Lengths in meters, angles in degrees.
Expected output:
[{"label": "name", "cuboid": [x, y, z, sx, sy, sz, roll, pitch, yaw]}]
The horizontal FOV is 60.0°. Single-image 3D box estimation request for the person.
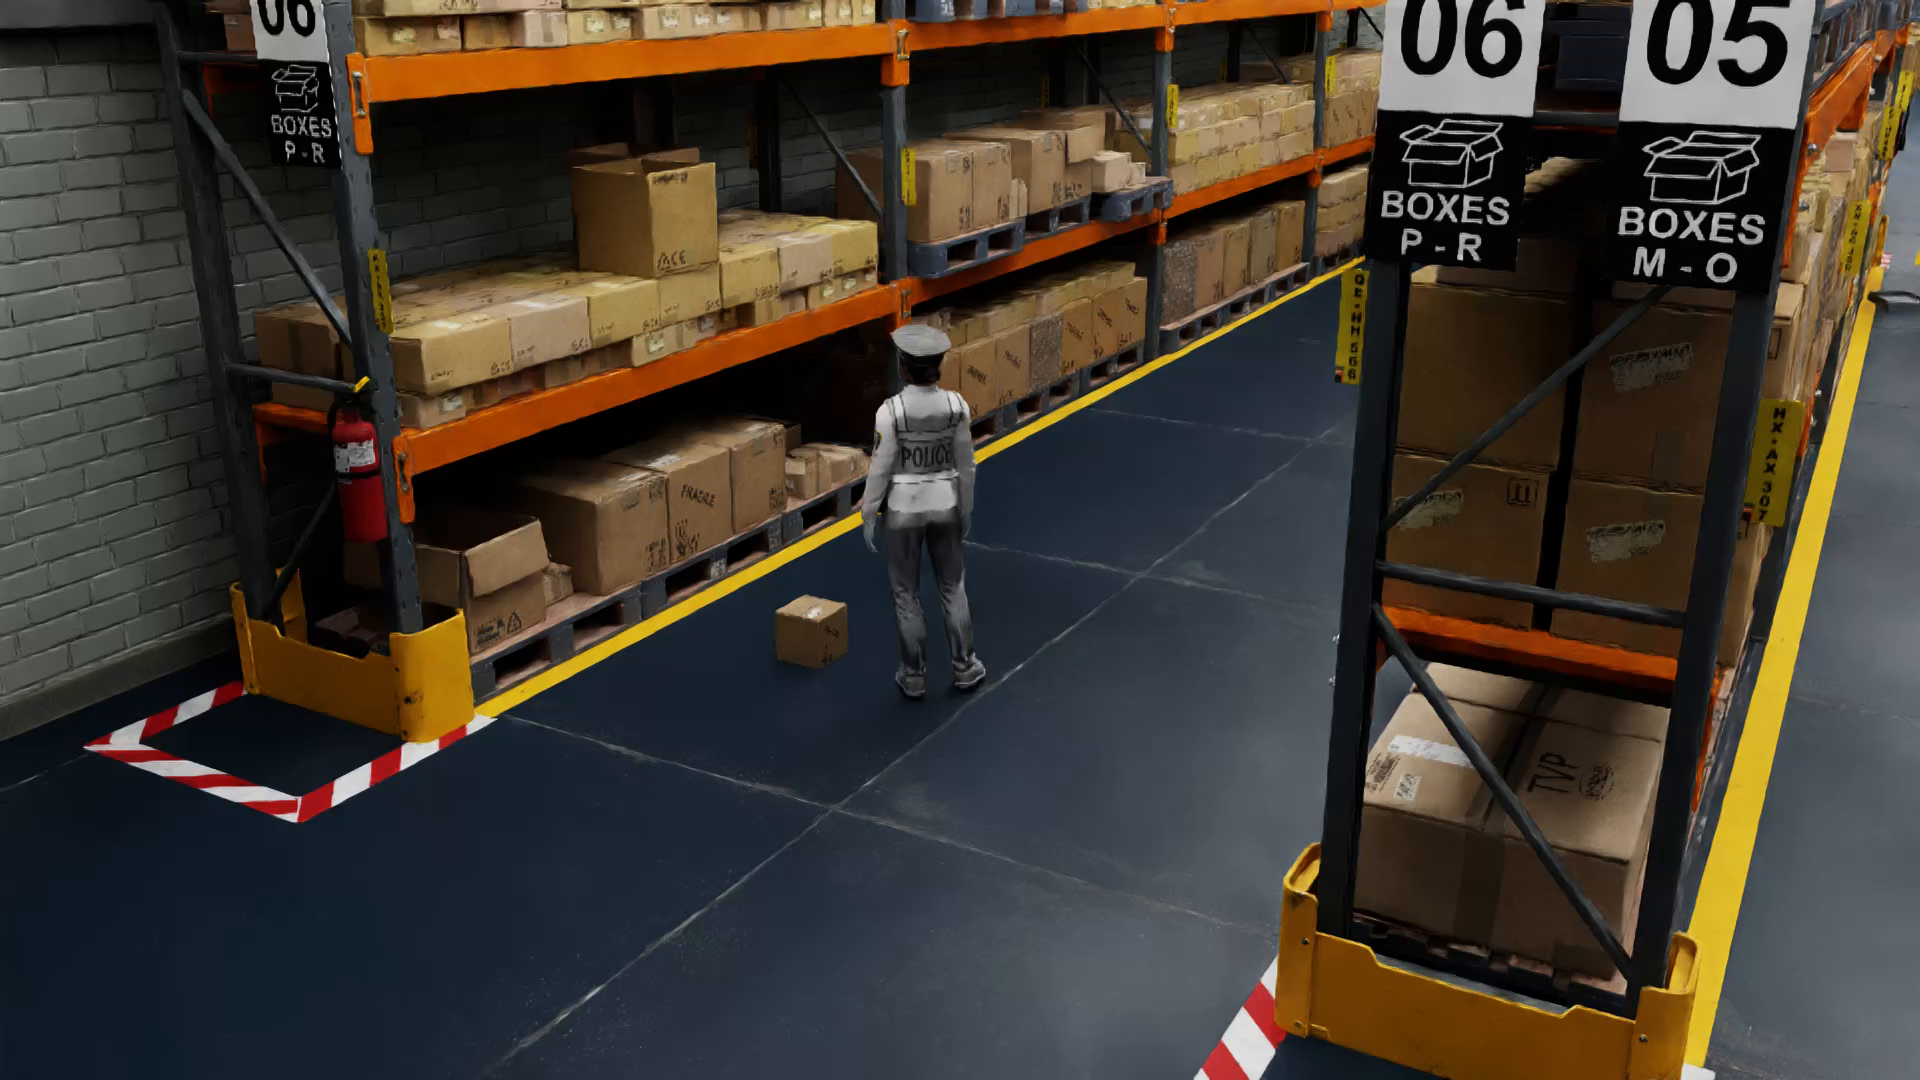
[{"label": "person", "cuboid": [-0.149, -0.121, 7.354, 0.616, 1.689, 0.346, -9, 21, -24]}]
